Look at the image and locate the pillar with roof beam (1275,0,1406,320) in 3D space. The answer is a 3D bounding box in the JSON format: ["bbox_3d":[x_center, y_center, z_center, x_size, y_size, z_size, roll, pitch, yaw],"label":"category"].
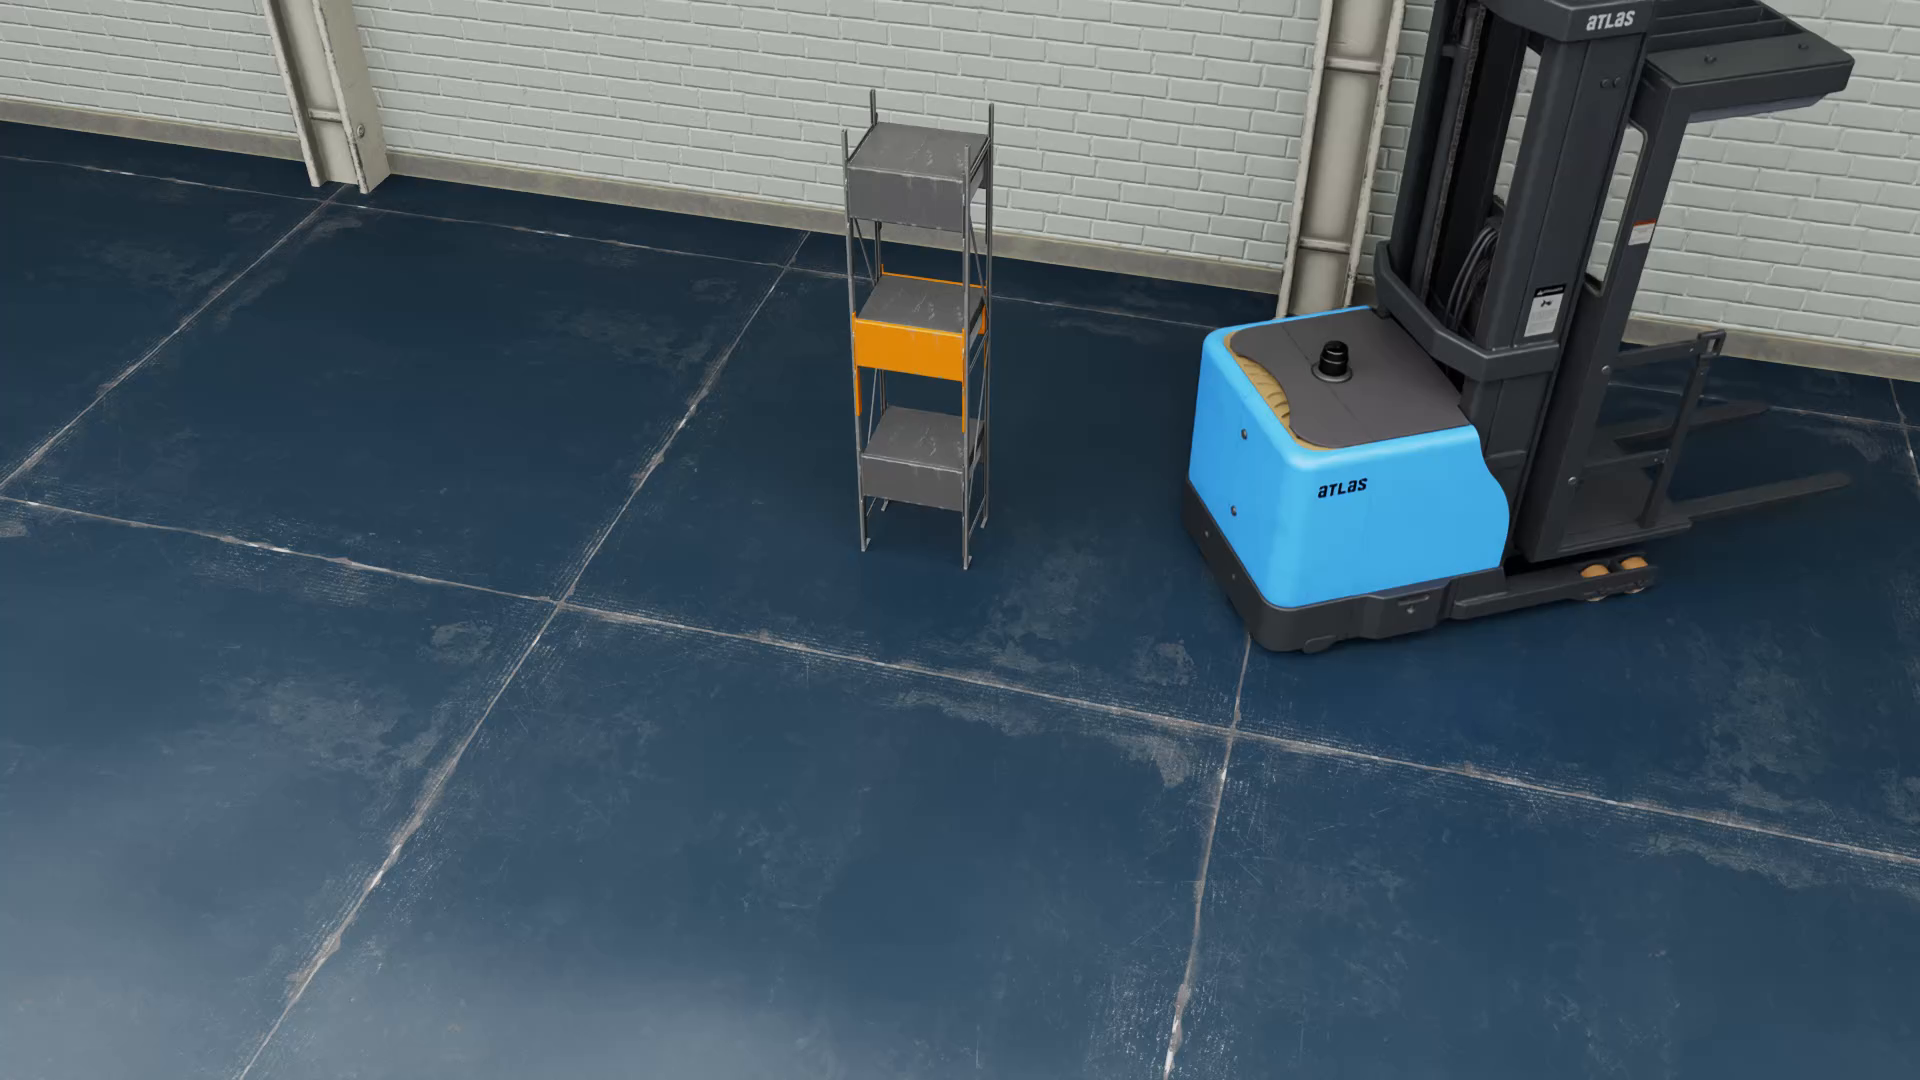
[{"bbox_3d":[0.862,-2.049,3.193,0.400,9.000,9.100,10,41,11],"label":"pillar with roof beam"}]

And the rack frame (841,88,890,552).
[{"bbox_3d":[-0.396,-0.872,7.156,0.015,2.100,0.400,10,41,11],"label":"rack frame"}]

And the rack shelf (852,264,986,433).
[{"bbox_3d":[-0.160,-0.821,7.116,0.480,0.518,0.431,10,41,11],"label":"rack shelf"}]

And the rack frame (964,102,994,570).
[{"bbox_3d":[0.076,-0.791,7.059,0.015,2.100,0.400,10,41,11],"label":"rack frame"}]

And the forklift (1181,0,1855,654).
[{"bbox_3d":[2.607,-1.166,6.859,3.031,2.935,1.130,-10,41,-12],"label":"forklift"}]

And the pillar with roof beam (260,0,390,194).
[{"bbox_3d":[-4.935,-3.047,4.381,0.400,9.000,9.100,10,41,11],"label":"pillar with roof beam"}]

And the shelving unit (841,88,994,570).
[{"bbox_3d":[-0.160,-0.832,7.108,0.503,2.100,0.431,10,41,11],"label":"shelving unit"}]

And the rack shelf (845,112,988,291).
[{"bbox_3d":[-0.160,-1.357,6.666,0.480,0.518,0.431,10,41,11],"label":"rack shelf"}]

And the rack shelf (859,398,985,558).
[{"bbox_3d":[-0.160,-0.285,7.566,0.480,0.518,0.431,10,41,11],"label":"rack shelf"}]
